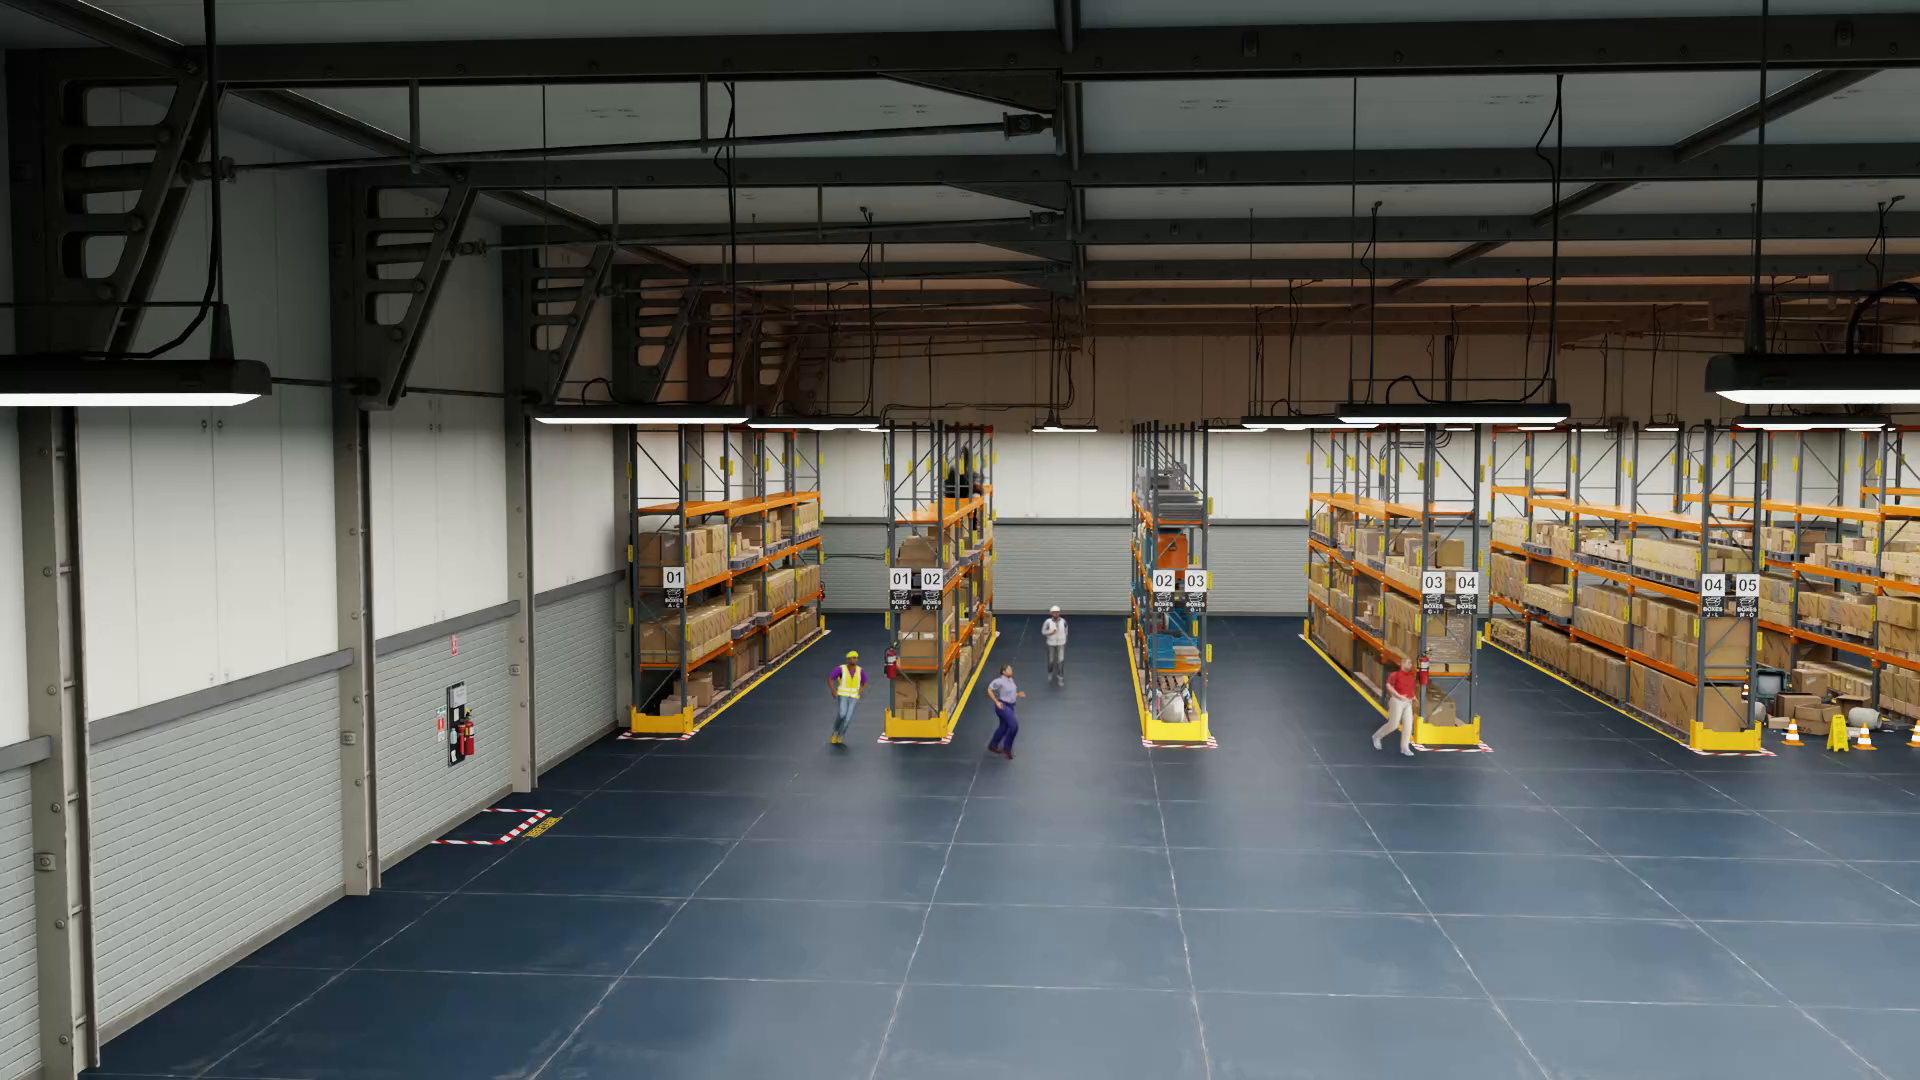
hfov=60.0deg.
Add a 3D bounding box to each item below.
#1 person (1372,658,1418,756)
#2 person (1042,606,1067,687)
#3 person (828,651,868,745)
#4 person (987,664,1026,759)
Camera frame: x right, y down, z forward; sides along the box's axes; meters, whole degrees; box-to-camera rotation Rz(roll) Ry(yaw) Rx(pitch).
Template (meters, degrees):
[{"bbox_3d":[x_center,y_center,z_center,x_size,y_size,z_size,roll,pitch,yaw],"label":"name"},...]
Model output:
[{"bbox_3d":[7.972,2.971,29.970,0.740,1.705,0.881,-2,4,-31],"label":"person"},{"bbox_3d":[2.173,2.415,38.098,0.658,1.829,0.828,0,4,-7],"label":"person"},{"bbox_3d":[-2.053,2.894,30.862,0.761,1.643,0.548,-1,4,-17],"label":"person"},{"bbox_3d":[0.809,3.047,29.544,0.727,1.697,0.581,2,4,24],"label":"person"}]
